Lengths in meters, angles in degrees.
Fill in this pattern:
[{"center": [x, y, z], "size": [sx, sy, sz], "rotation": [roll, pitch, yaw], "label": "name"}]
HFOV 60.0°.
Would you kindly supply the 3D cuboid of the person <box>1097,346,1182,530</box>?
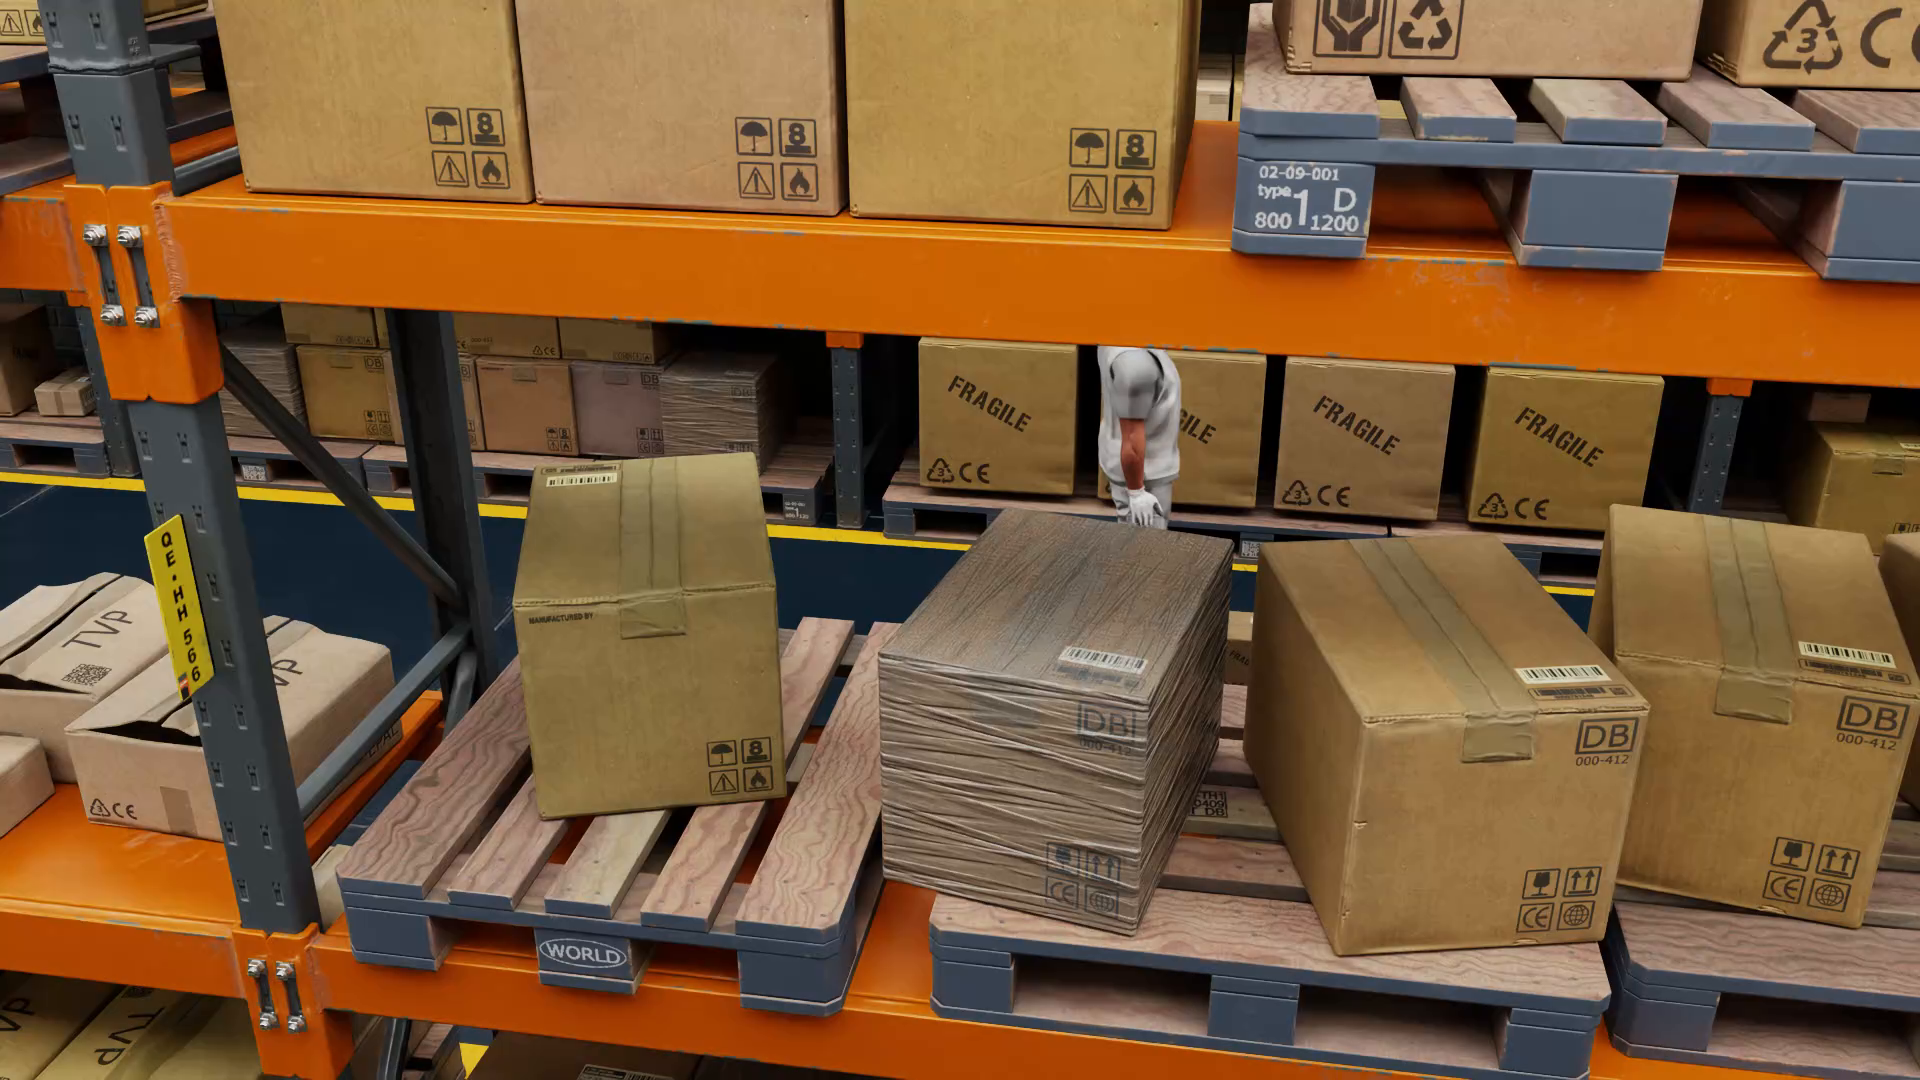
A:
[{"center": [0.735, -0.271, 6.654], "size": [0.619, 1.793, 0.558], "rotation": [-2, 25, -3], "label": "person"}]
